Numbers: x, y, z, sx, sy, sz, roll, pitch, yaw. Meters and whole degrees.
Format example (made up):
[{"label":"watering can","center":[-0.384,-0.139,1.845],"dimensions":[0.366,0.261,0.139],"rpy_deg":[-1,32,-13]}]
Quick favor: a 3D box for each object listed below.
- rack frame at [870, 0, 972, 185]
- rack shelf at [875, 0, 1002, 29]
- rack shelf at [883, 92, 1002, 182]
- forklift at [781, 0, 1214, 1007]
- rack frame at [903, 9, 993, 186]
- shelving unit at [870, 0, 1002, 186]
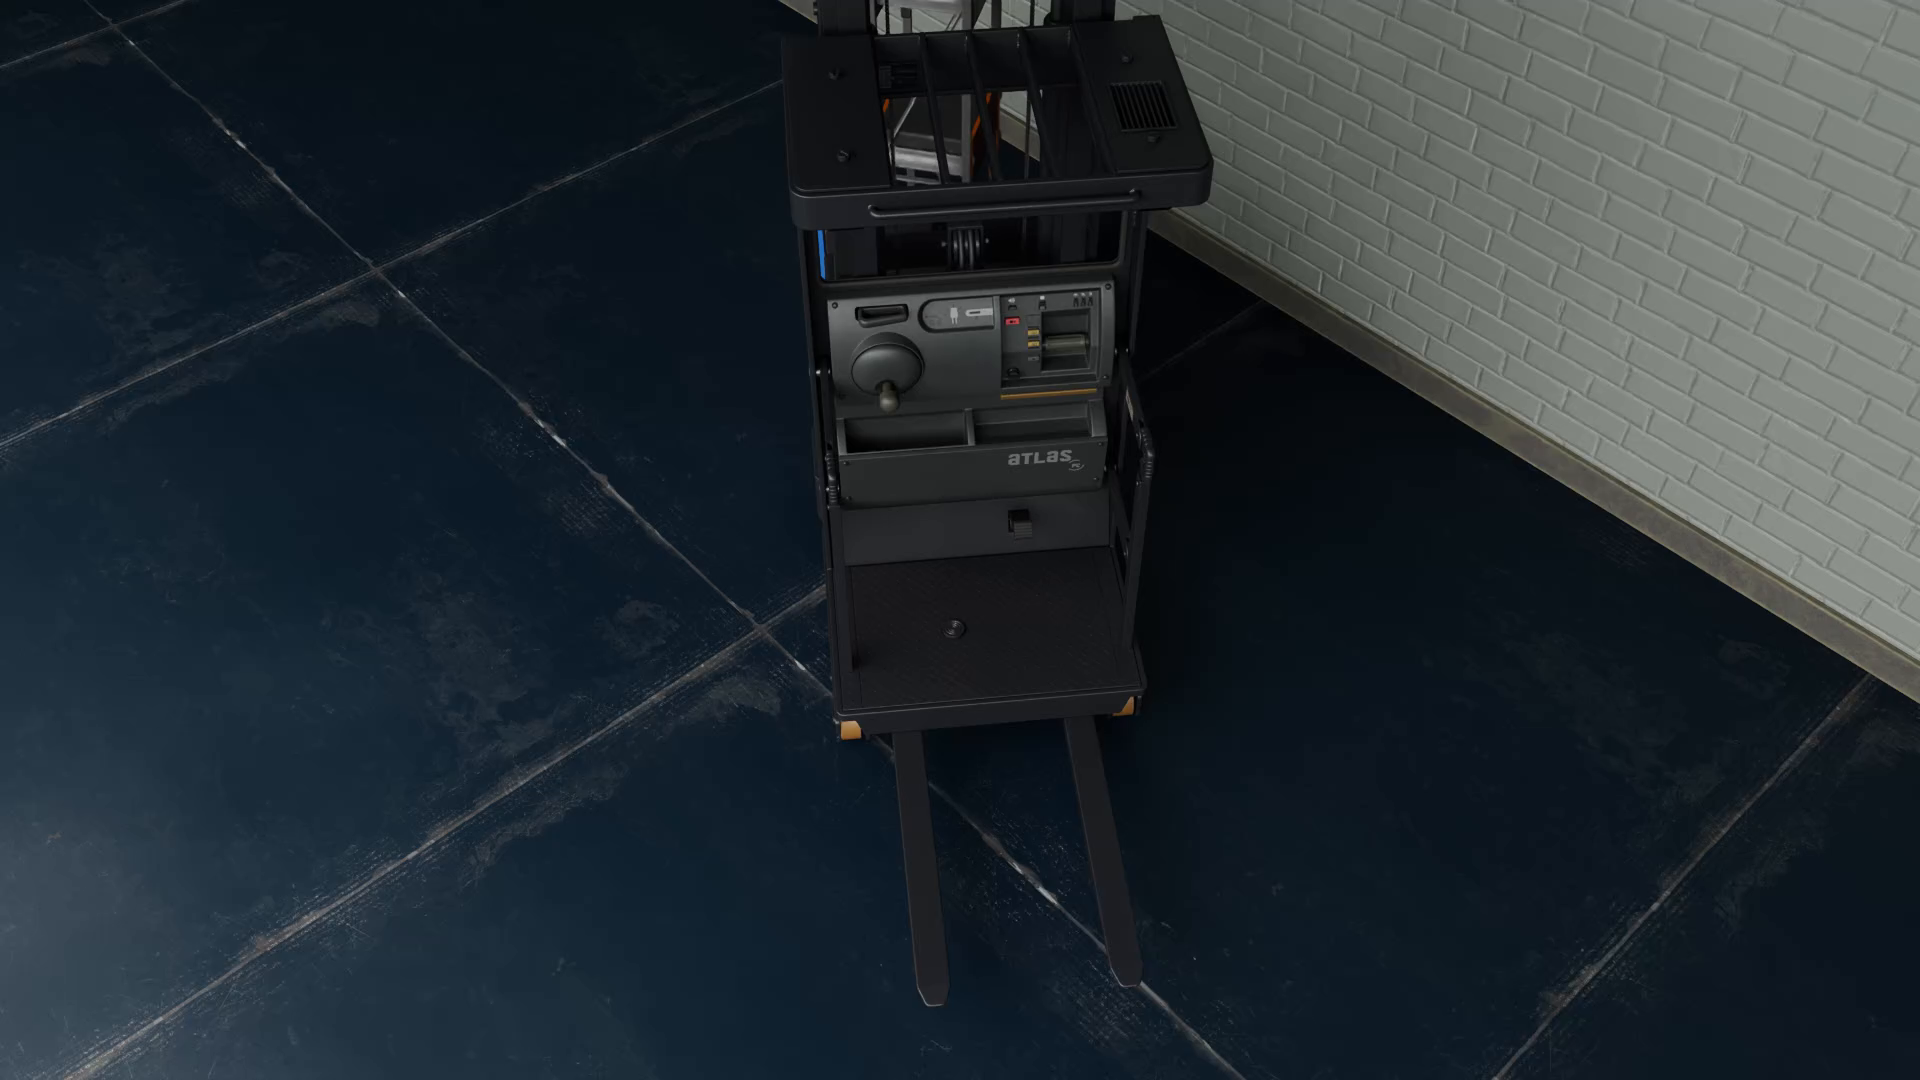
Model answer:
[{"label":"rack frame","center":[-0.152,-1.434,6.644],"dimensions":[0.400,2.100,0.015],"rpy_deg":[10,48,9]},{"label":"rack shelf","center":[-0.093,-2.073,6.300],"dimensions":[0.431,0.518,0.480],"rpy_deg":[10,48,9]},{"label":"rack shelf","center":[-0.093,-1.599,6.815],"dimensions":[0.431,0.518,0.480],"rpy_deg":[10,48,9]},{"label":"forklift","center":[0.066,-0.538,5.253],"dimensions":[1.130,2.935,3.031],"rpy_deg":[-5,47,-4]},{"label":"rack frame","center":[-0.034,-1.782,6.965],"dimensions":[0.400,2.100,0.015],"rpy_deg":[10,48,9]},{"label":"shelving unit","center":[-0.093,-1.608,6.805],"dimensions":[0.431,2.100,0.503],"rpy_deg":[10,48,9]}]
